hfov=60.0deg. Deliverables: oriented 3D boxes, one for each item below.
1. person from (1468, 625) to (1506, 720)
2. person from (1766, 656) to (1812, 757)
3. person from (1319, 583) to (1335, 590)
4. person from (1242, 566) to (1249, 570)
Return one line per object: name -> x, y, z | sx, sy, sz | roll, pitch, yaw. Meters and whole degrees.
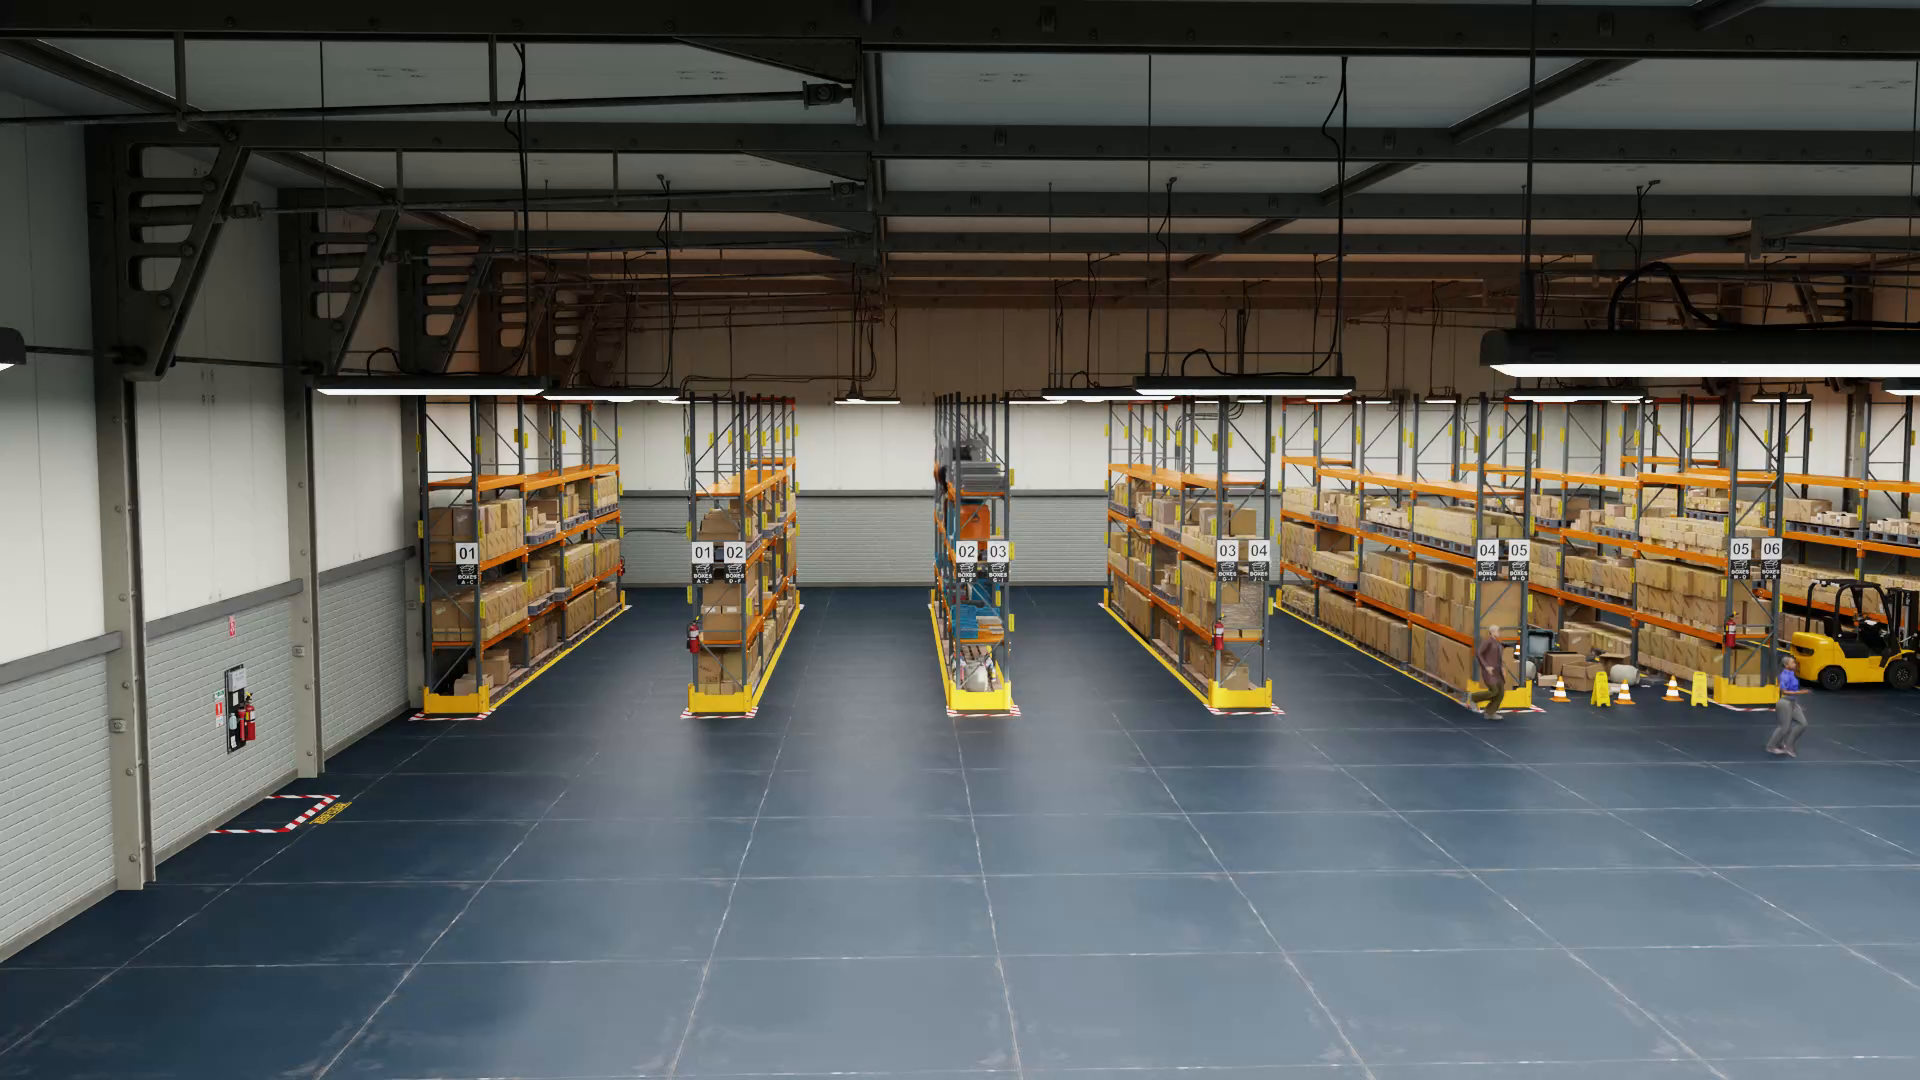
person -> 9.737, 2.419, 30.598 | 0.656, 1.723, 0.766 | 4, 6, 41
person -> 13.554, 2.742, 27.153 | 0.660, 1.669, 0.555 | 4, 6, 42
person -> 10.664, 0.977, 48.724 | 0.771, 1.683, 0.676 | -3, 5, -30
person -> 7.880, 1.112, 47.276 | 0.725, 1.657, 0.809 | 1, 5, 16
